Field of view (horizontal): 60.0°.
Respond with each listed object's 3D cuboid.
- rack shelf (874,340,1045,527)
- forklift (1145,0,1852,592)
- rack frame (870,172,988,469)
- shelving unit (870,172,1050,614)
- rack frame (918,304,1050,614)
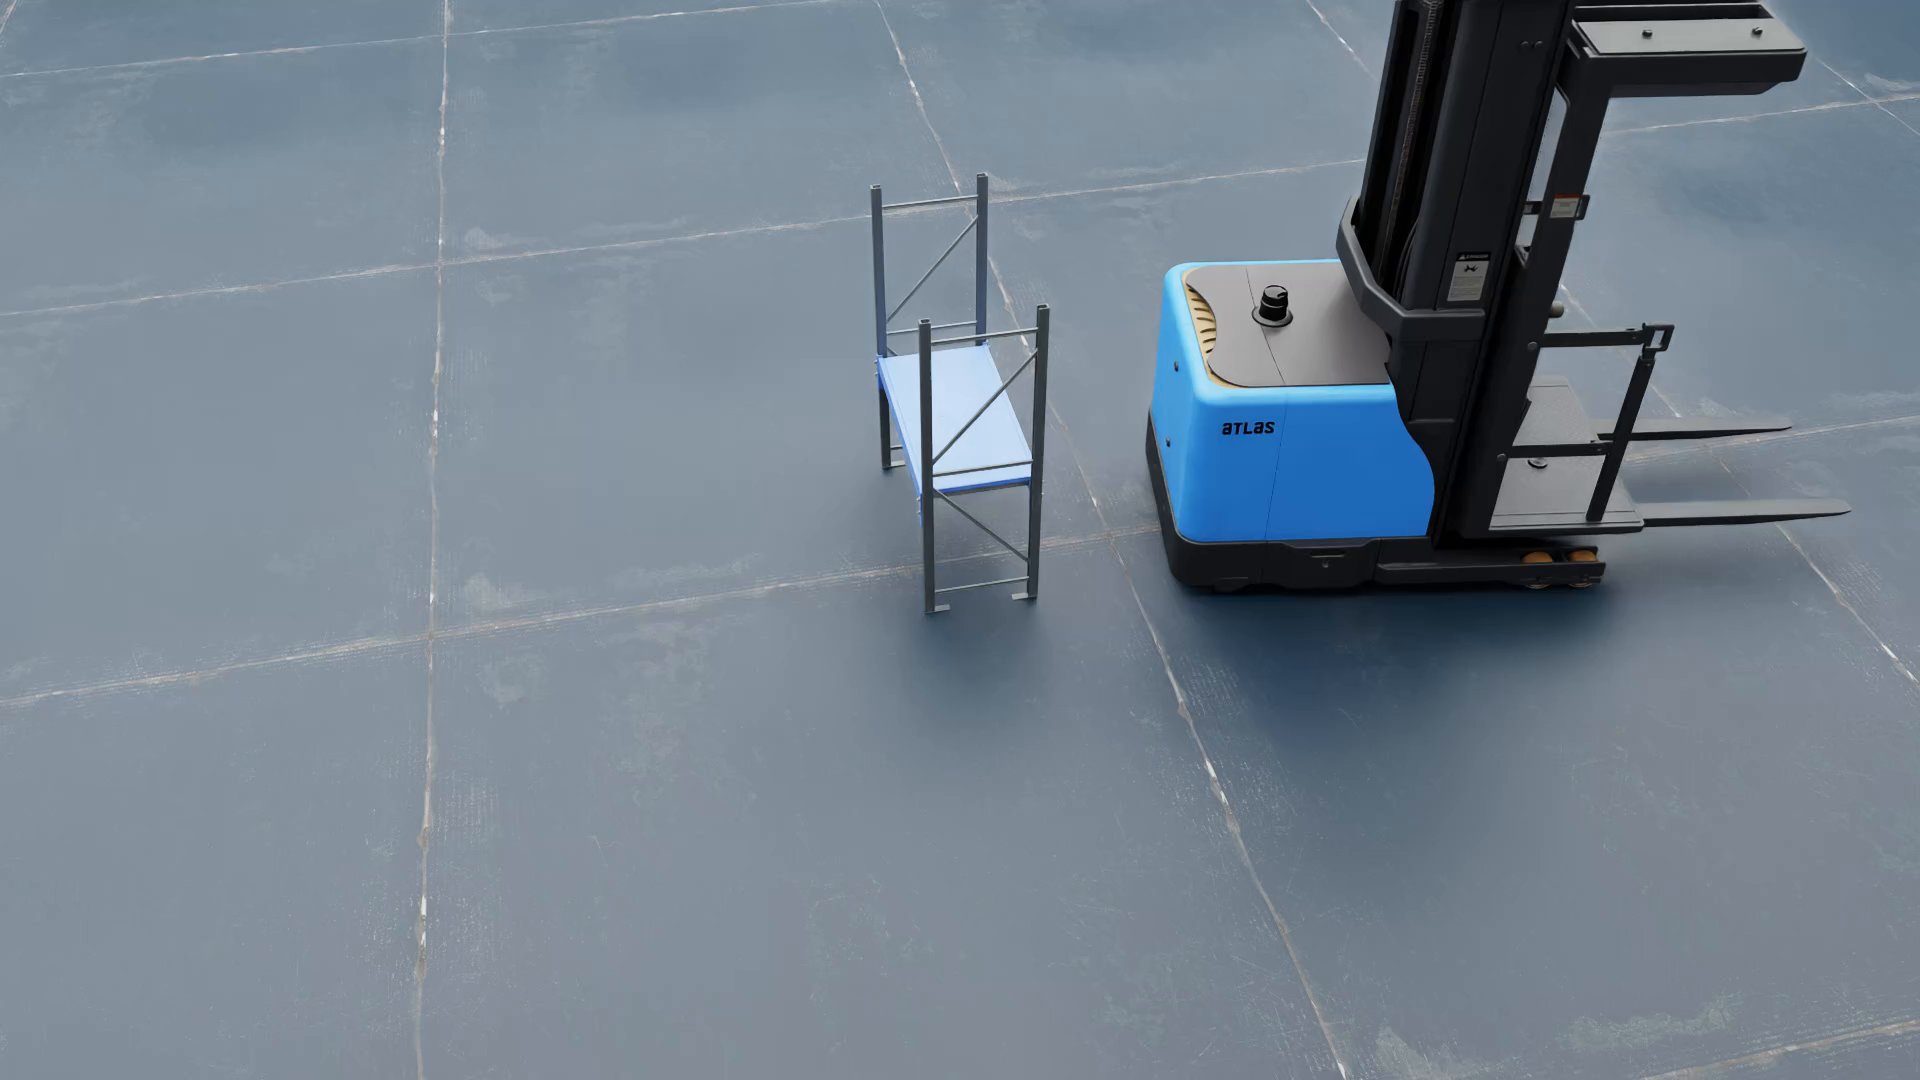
[{"bbox_3d":[-0.018,-0.482,7.216,0.538,0.185,1.000,-8,42,-9],"label":"rack shelf"},{"bbox_3d":[2.414,-1.235,6.715,3.031,2.935,1.130,-2,42,-2],"label":"forklift"},{"bbox_3d":[-0.128,-0.946,7.467,0.500,1.500,0.032,-8,42,-9],"label":"rack frame"},{"bbox_3d":[-0.018,-0.616,7.096,0.538,1.500,1.048,-8,42,-9],"label":"shelving unit"},{"bbox_3d":[0.091,-0.287,6.725,0.500,1.500,0.032,-8,42,-9],"label":"rack frame"}]
